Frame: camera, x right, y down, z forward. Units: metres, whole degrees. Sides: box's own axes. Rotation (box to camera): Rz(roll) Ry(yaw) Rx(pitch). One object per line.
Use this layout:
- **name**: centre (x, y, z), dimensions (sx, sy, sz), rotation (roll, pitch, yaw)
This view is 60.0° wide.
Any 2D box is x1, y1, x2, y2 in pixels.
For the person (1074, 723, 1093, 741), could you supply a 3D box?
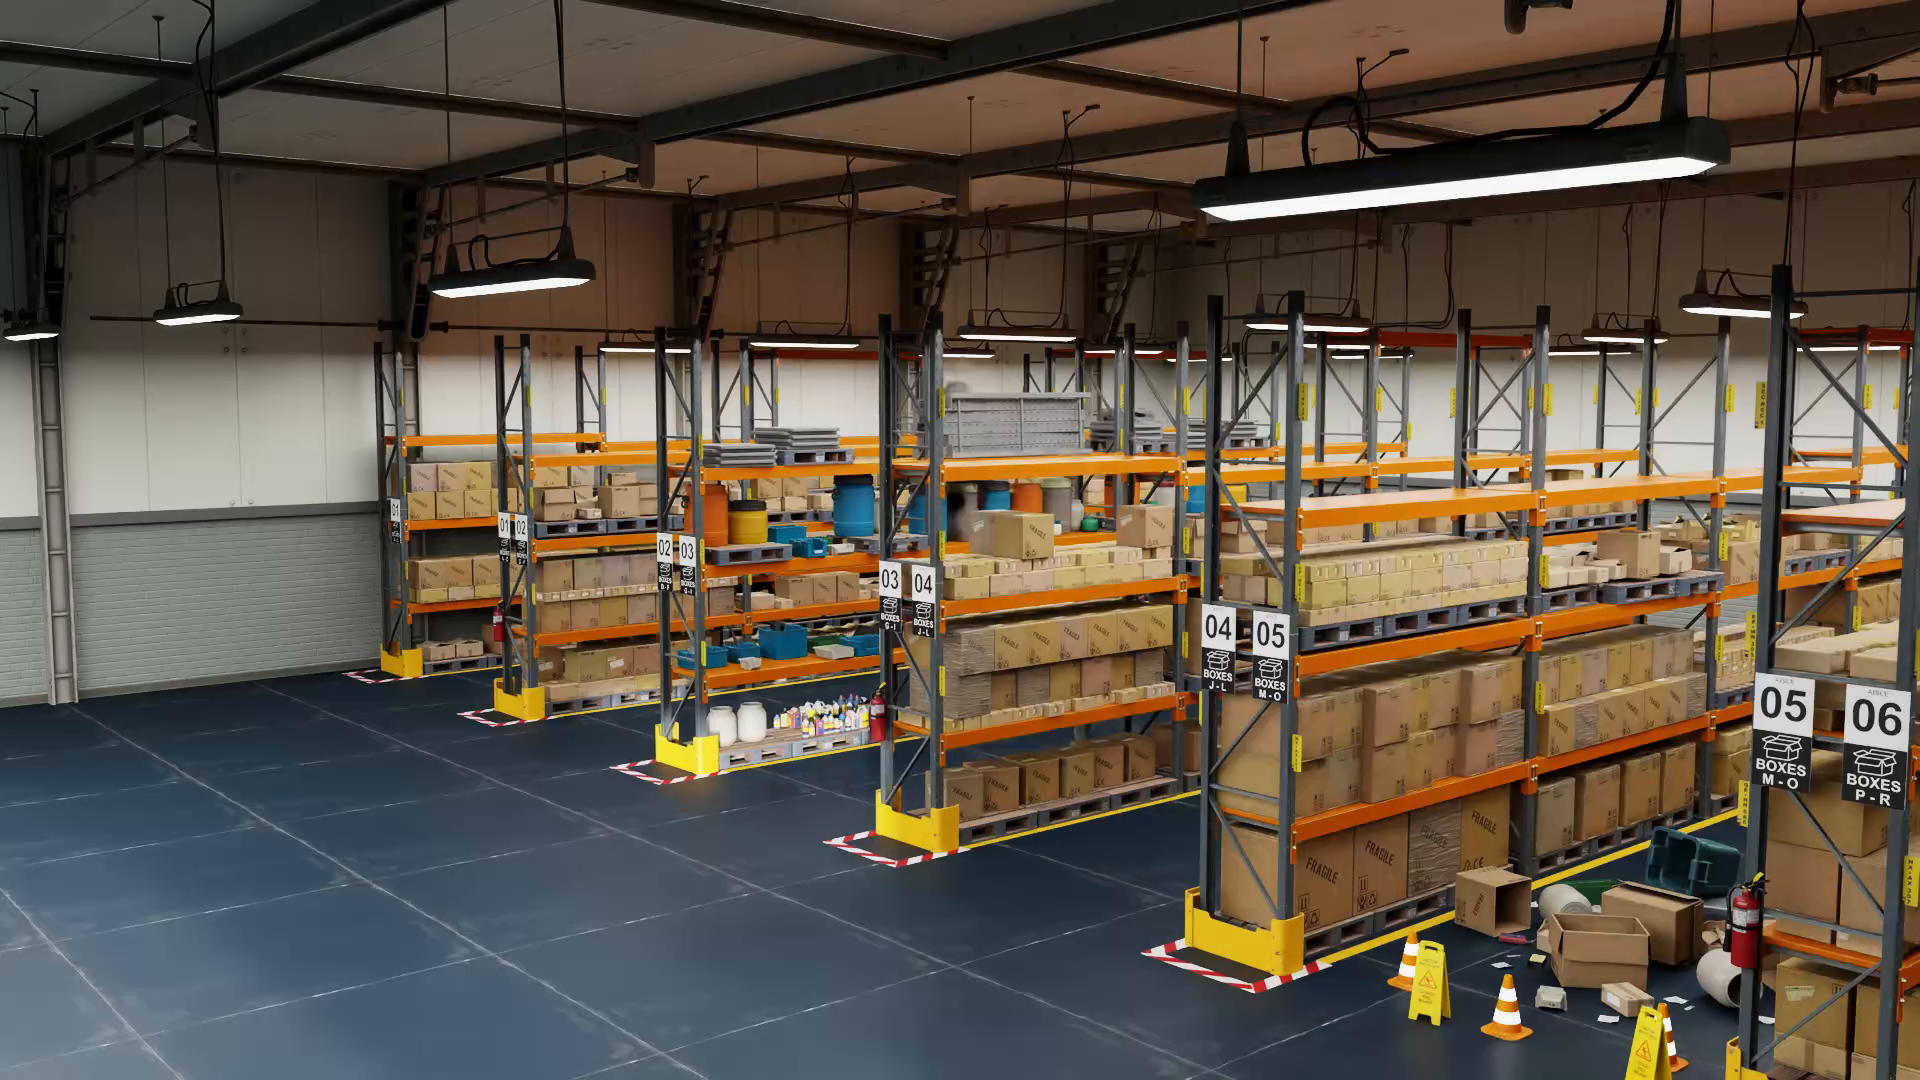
- **person**: centre (1.694, 2.180, 23.762), dimensions (0.655, 1.701, 0.760), rotation (5, 7, 43)
